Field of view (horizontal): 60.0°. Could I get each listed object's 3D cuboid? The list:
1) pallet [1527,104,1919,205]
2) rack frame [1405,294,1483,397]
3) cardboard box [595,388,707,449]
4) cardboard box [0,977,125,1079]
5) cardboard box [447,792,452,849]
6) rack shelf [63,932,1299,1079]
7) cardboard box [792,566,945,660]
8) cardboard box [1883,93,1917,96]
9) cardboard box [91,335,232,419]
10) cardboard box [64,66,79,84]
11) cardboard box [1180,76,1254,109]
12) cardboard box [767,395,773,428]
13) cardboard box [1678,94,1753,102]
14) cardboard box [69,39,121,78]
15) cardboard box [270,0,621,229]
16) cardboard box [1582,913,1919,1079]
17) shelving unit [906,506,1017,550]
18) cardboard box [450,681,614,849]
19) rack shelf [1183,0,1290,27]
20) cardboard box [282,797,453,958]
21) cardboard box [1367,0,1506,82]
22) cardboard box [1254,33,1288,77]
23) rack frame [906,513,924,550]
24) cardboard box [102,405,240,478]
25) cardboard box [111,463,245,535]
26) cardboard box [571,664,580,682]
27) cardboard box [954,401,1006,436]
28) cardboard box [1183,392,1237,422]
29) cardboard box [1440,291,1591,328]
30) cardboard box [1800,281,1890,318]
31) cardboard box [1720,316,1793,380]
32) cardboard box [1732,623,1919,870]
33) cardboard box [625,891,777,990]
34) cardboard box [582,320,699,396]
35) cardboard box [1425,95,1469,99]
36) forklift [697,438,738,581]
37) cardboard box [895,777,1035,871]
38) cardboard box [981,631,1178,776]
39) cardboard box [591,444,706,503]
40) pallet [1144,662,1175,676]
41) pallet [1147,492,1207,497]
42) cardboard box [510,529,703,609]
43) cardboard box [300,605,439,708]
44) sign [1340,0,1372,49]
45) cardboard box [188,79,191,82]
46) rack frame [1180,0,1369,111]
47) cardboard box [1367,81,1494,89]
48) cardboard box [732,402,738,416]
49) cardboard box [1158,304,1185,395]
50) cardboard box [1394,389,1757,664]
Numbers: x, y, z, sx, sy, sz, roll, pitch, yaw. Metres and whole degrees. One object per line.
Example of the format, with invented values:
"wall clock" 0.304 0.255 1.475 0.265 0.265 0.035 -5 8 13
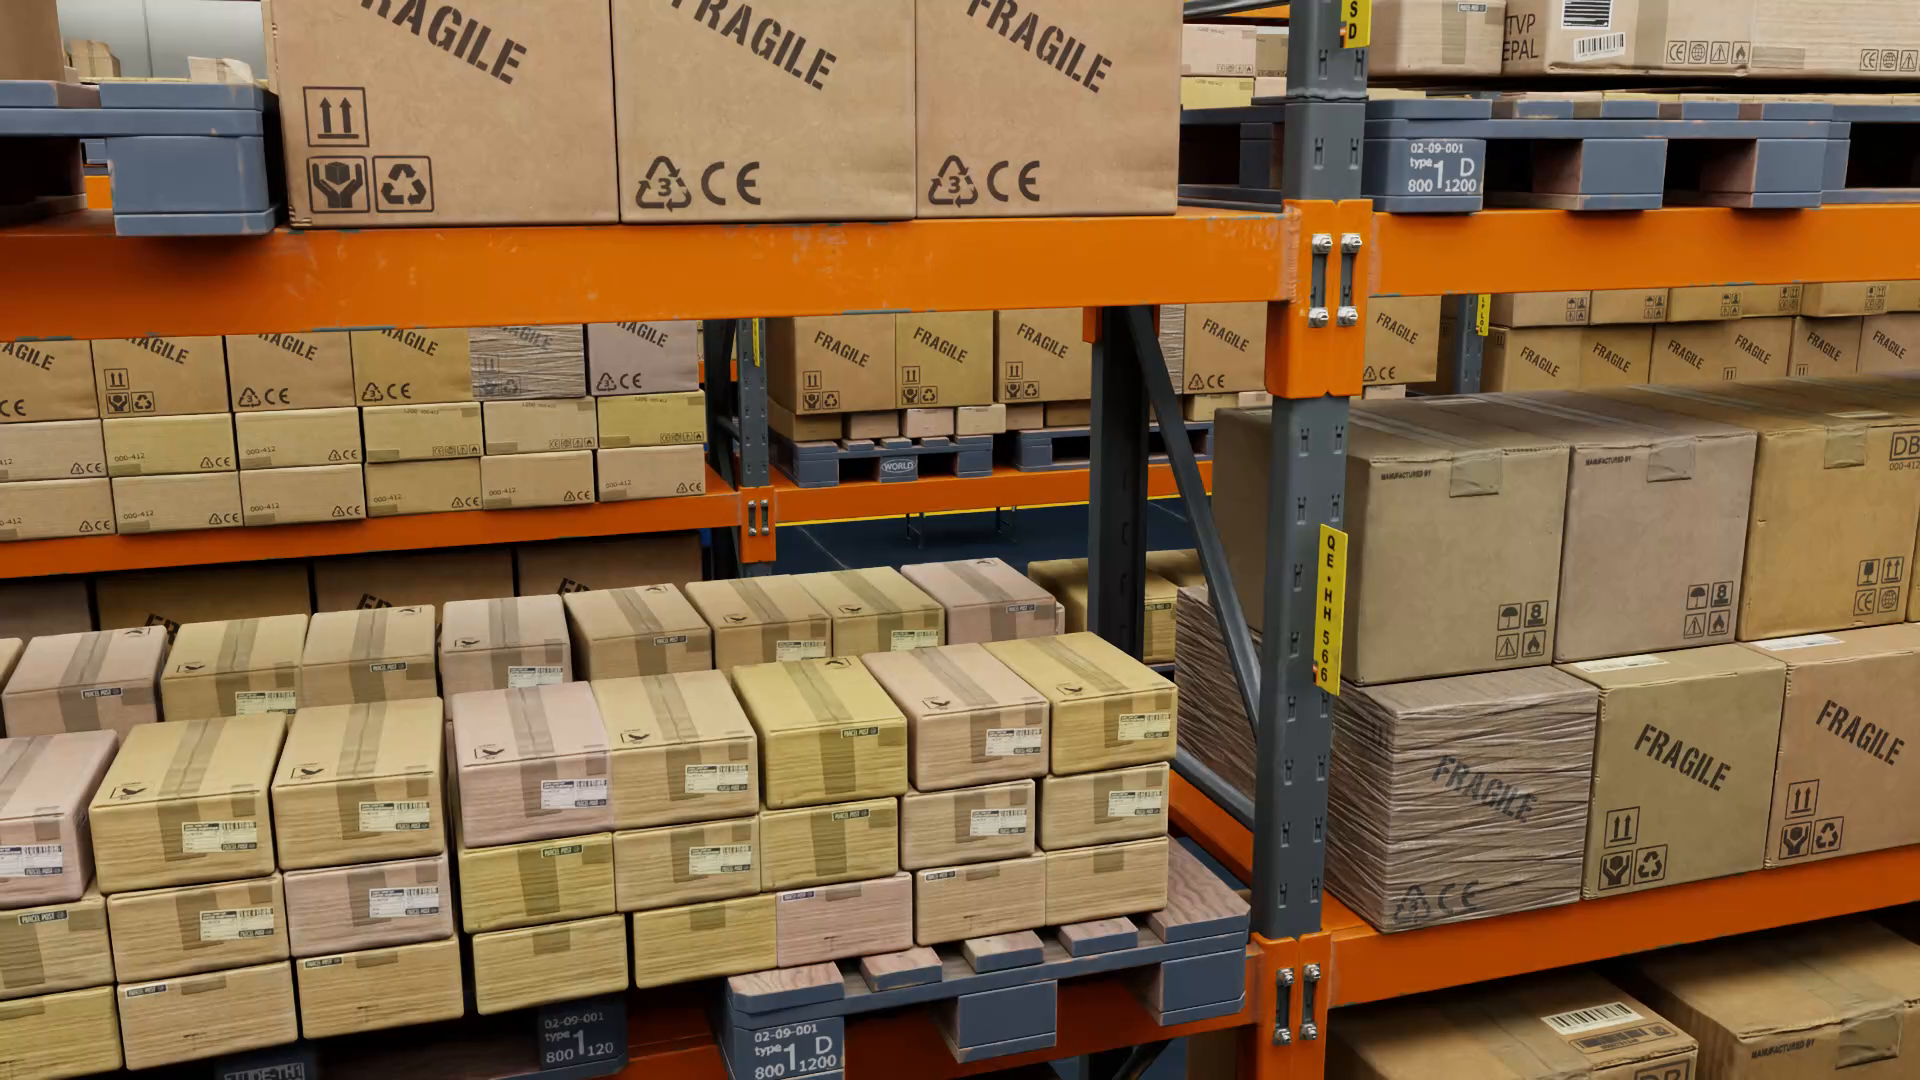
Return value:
"pallet" 2.192 -0.967 4.151 1.213 0.211 1.003 -4 14 -15
"rack frame" 2.657 -0.830 9.652 0.127 3.000 1.000 -4 14 -18
"cardboard box" -1.513 -0.614 7.985 0.500 0.250 0.500 -5 14 -18
"cardboard box" -1.495 0.730 2.725 0.250 0.149 0.380 -5 14 -19
"cardboard box" -1.205 0.548 3.492 0.250 0.149 0.380 -4 14 -17
"rack shelf" -1.356 1.041 3.340 4.000 0.370 1.077 -4 14 -18
"cardboard box" -0.214 0.184 3.739 0.250 0.149 0.380 -5 14 -20
"cardboard box" 5.472 -2.720 9.933 0.250 0.149 0.380 -4 14 -18
"cardboard box" -3.467 -0.824 7.250 0.500 0.500 0.500 -5 14 -19
"cardboard box" -4.157 -1.971 7.251 0.500 0.311 0.500 -4 14 -18
"cardboard box" 1.184 -2.272 8.649 0.500 0.250 0.500 -4 14 -17
"cardboard box" -0.899 -0.693 8.710 0.250 0.149 0.380 -4 14 -16
"cardboard box" 4.126 -2.408 9.483 0.500 0.250 0.500 -4 14 -18
"cardboard box" -6.004 -3.329 11.555 0.258 0.266 0.396 -4 14 -18
"cardboard box" -0.865 -0.791 2.789 0.500 0.500 0.500 -4 14 -18
"cardboard box" 1.973 1.343 4.470 0.750 0.750 1.050 -4 14 -17
"shelving unit" 0.006 -0.730 12.471 0.755 1.500 0.431 -4 14 -18
"cardboard box" -0.748 0.383 2.902 0.250 0.149 0.380 -4 14 -18
"rack shelf" 2.965 -4.440 14.283 4.000 0.370 1.077 -4 14 -18
"cardboard box" -1.005 0.548 2.848 0.250 0.149 0.380 -4 14 -17
"cardboard box" 0.907 -1.037 3.456 0.250 0.149 0.380 -5 14 -20
"cardboard box" 1.506 -2.670 9.240 0.500 0.250 0.500 -5 14 -19
"rack frame" -0.341 -0.703 12.358 0.023 1.500 0.400 -4 14 -18
"cardboard box" -3.447 -0.457 7.325 0.500 0.250 0.500 -4 14 -17
"cardboard box" -3.444 -0.214 7.386 0.500 0.250 0.500 -5 14 -19
"cardboard box" -0.729 0.367 3.608 0.250 0.149 0.380 -4 14 -18
"cardboard box" 0.053 -0.640 8.486 0.250 0.149 0.380 -4 14 -18
"cardboard box" 1.285 -0.742 8.915 0.250 0.149 0.380 -4 14 -18
"cardboard box" 3.143 -1.495 9.426 0.500 0.500 0.700 -5 14 -19
"cardboard box" 5.100 -1.624 9.968 0.500 0.500 0.700 -5 14 -19
"cardboard box" 4.583 -1.113 9.981 0.500 0.500 0.500 -4 14 -17
"cardboard box" 2.011 0.445 4.073 0.500 0.500 0.500 -4 14 -18
"cardboard box" -0.498 0.653 3.052 0.250 0.149 0.380 -5 14 -19
"cardboard box" -1.541 -0.975 7.882 0.500 0.500 0.500 -5 14 -20
"cardboard box" 2.991 -2.453 9.673 0.500 0.250 0.500 -5 14 -19
"forklift" -3.035 -1.065 10.786 3.031 2.935 1.130 -6 15 -25
"cardboard box" -0.036 0.473 3.166 0.250 0.149 0.380 -4 14 -16
"cardboard box" 0.222 0.308 3.214 0.250 0.149 0.380 -5 14 -20
"cardboard box" -1.531 -0.368 8.031 0.500 0.250 0.500 -5 14 -20
"pallet" 0.761 0.675 9.349 1.213 0.211 1.003 -4 14 -18
"pallet" 1.837 -0.612 14.758 1.213 0.211 1.003 -4 14 -18
"cardboard box" -1.816 0.327 8.470 0.875 0.875 0.875 -5 14 -19
"cardboard box" -1.205 0.261 3.415 0.250 0.149 0.380 -4 14 -16
"sign" 0.711 -1.049 2.970 0.005 0.325 0.100 -4 14 -18
"cardboard box" -5.146 -3.090 11.446 0.250 0.149 0.380 -4 14 -17
"rack frame" 0.540 -2.376 3.183 0.127 3.000 1.000 -4 14 -18
"cardboard box" 1.037 -1.148 3.886 0.250 0.166 0.380 -4 14 -18
"cardboard box" -1.509 -0.766 13.603 0.625 0.625 0.875 -4 14 -16
"cardboard box" 0.835 -1.031 8.729 0.500 0.500 0.500 -5 14 -20
"cardboard box" 1.448 -0.061 4.039 0.500 0.500 0.700 -5 14 -19
